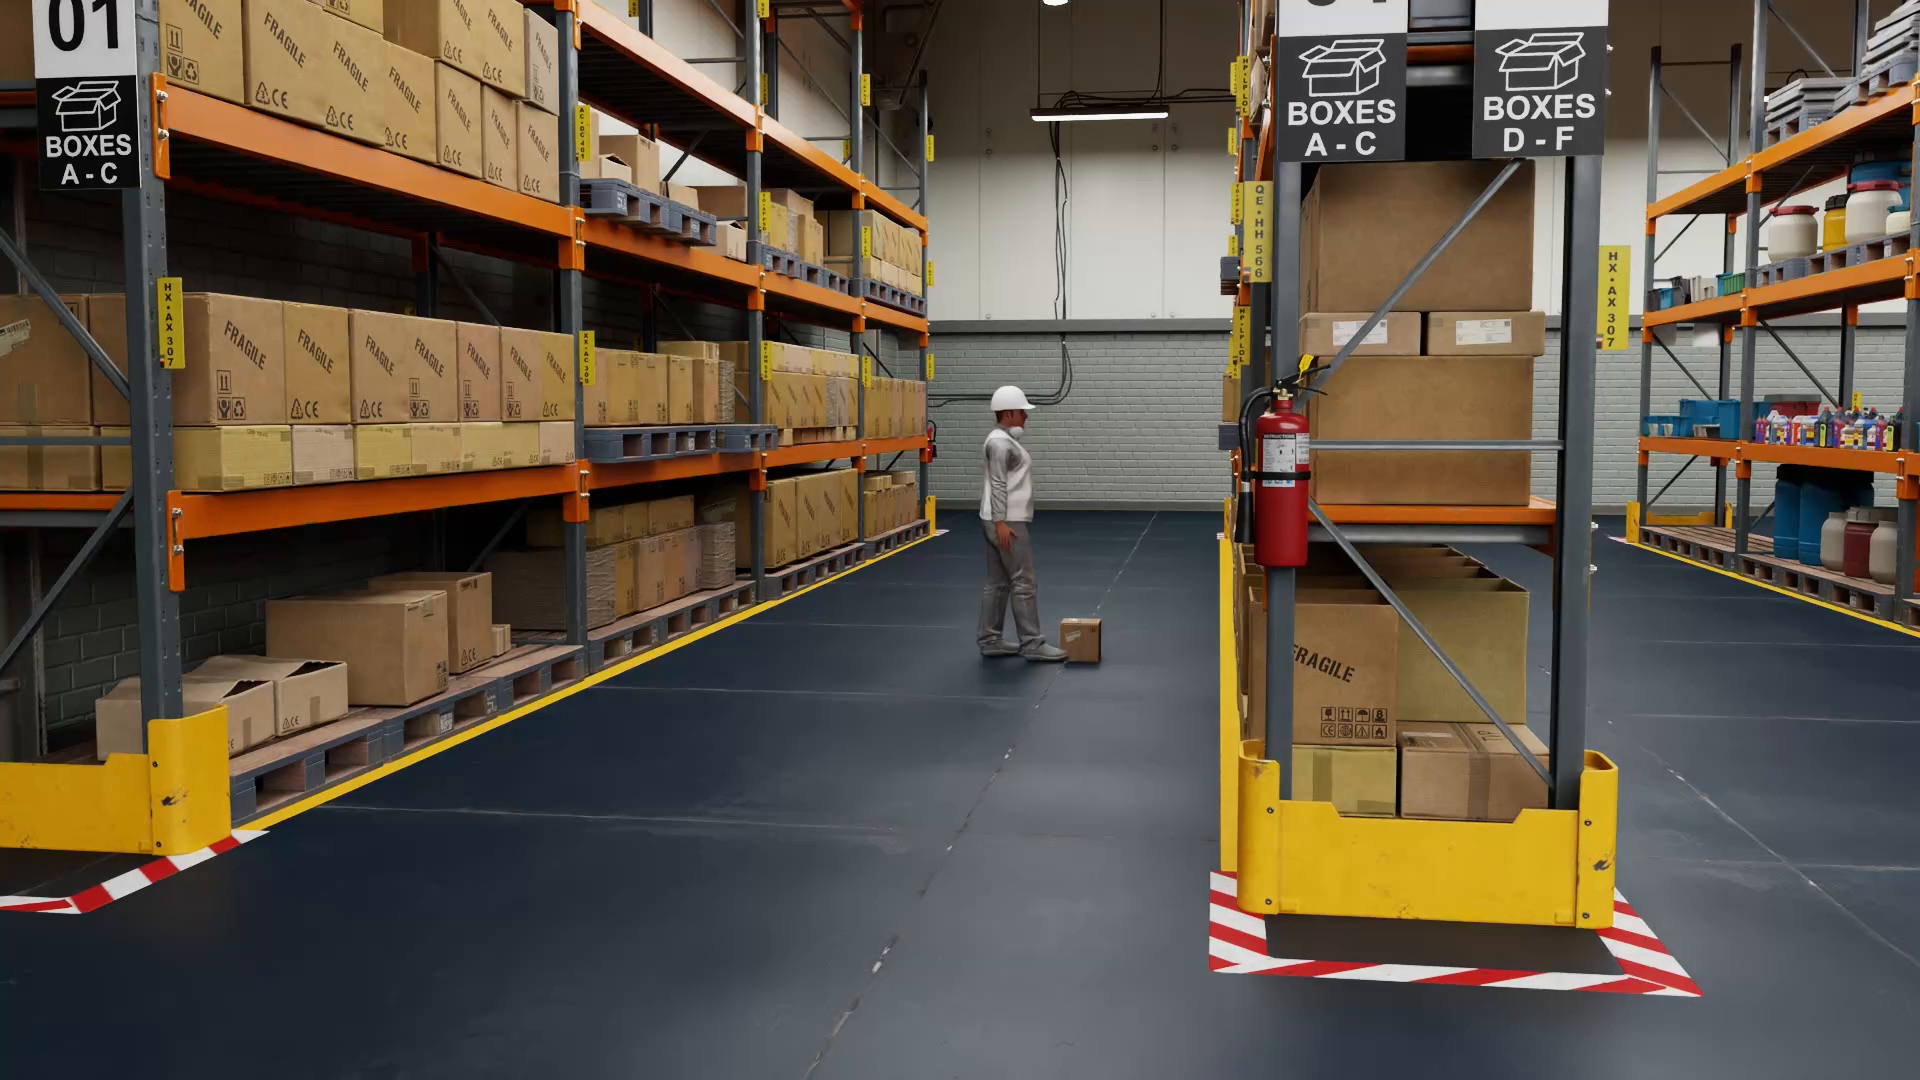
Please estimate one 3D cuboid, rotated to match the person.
[{"bbox_3d":[0.407,-0.122,10.903,0.590,1.766,0.575,0,4,-3],"label":"person"}]
